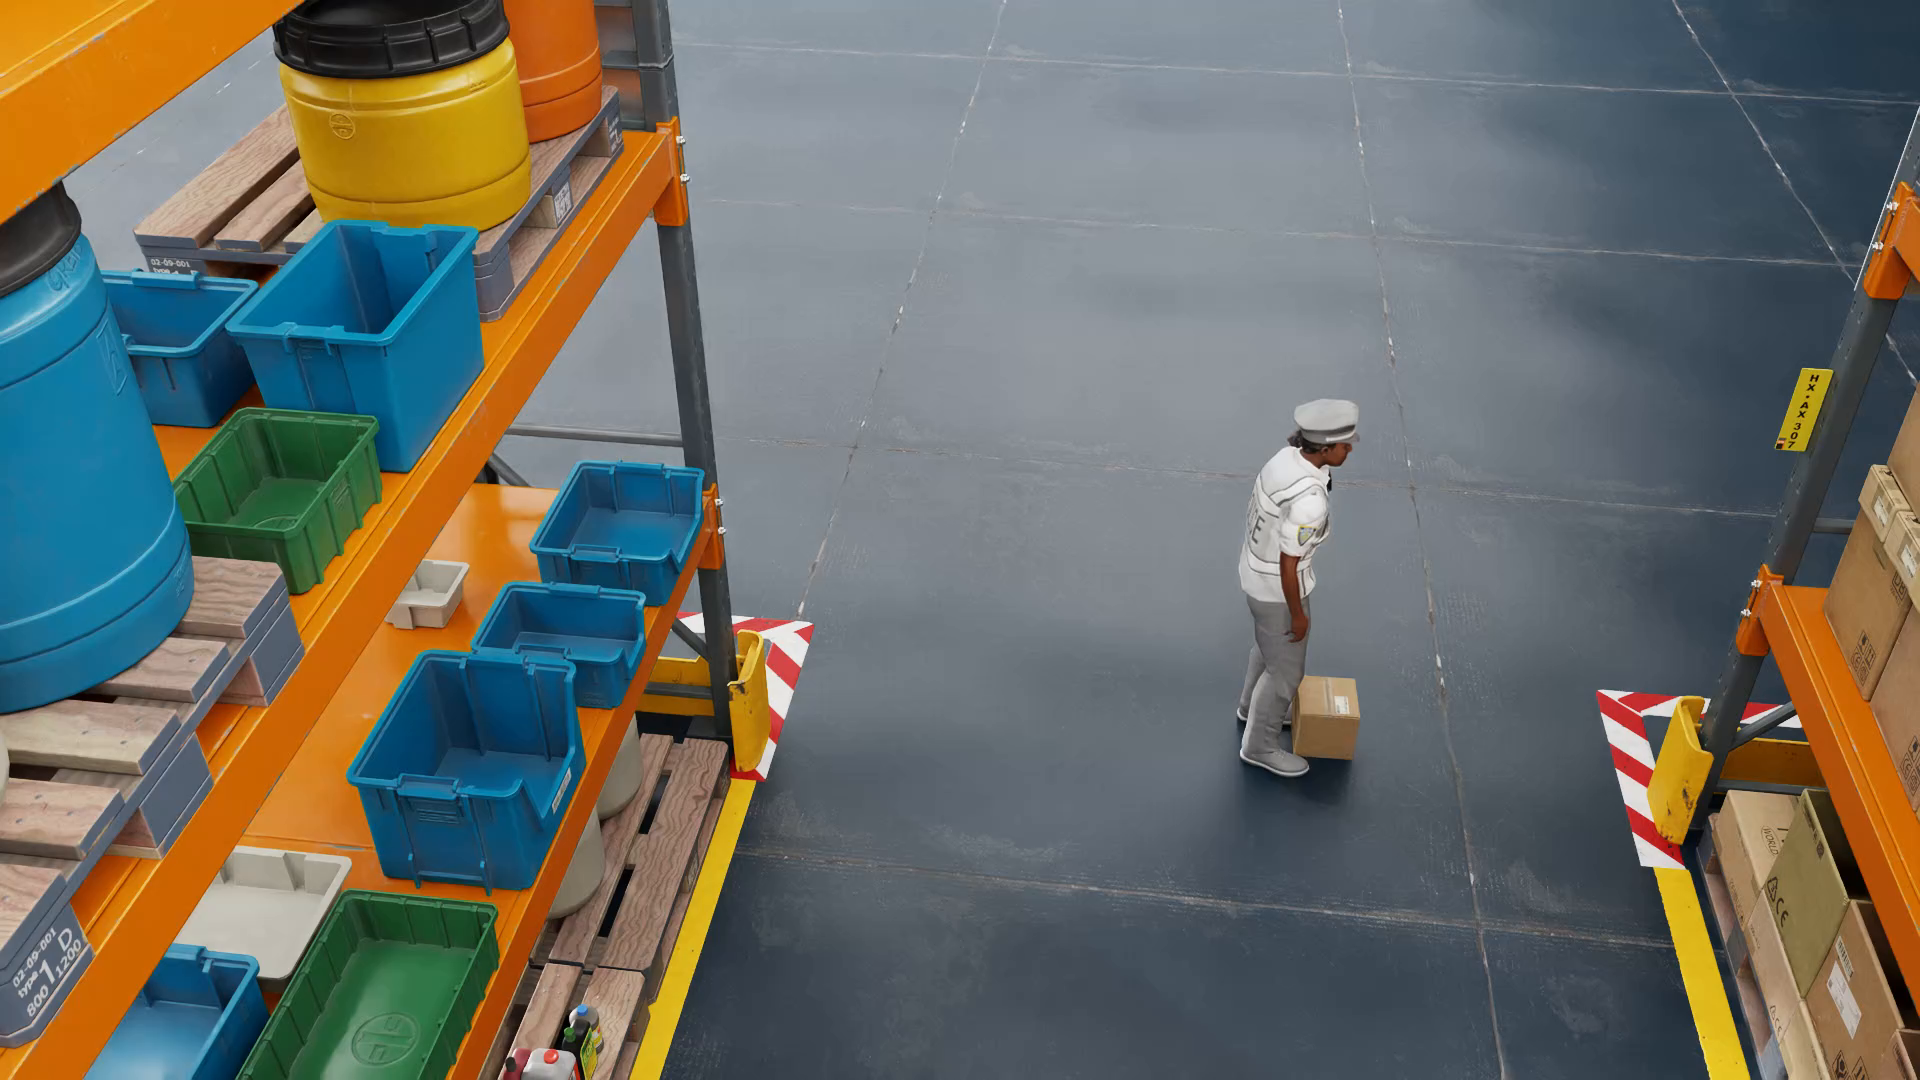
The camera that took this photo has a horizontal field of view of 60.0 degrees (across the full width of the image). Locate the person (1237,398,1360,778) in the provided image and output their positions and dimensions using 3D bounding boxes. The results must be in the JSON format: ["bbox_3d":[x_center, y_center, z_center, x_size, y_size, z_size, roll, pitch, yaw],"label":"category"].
[{"bbox_3d":[1.338,0.186,6.786,0.398,1.659,0.529,2,36,3],"label":"person"}]
